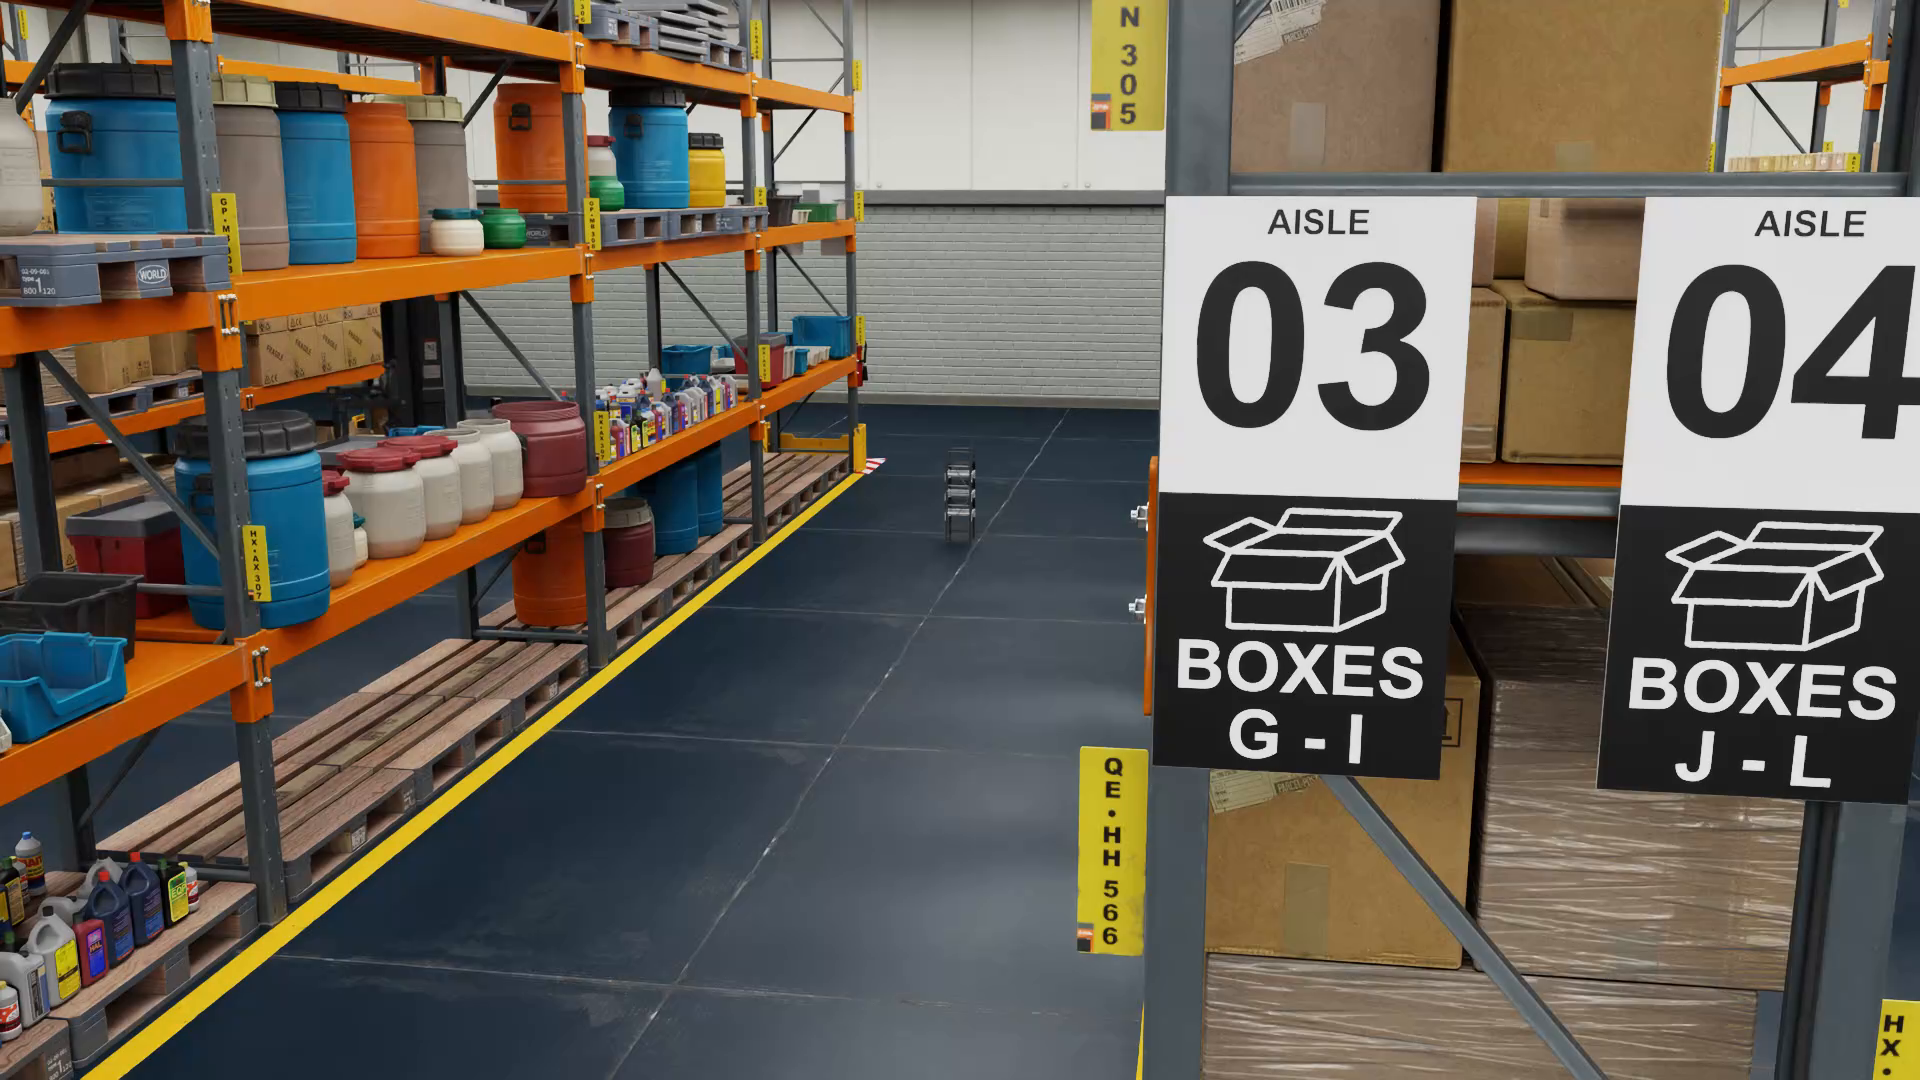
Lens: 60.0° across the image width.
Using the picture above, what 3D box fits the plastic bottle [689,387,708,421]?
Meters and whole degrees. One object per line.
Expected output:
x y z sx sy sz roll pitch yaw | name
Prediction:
-2.152 -1.117 13.606 0.152 0.276 0.135 2 12 9 | plastic bottle

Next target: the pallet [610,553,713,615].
-2.622 0.326 13.235 1.003 0.211 1.213 2 12 9 | pallet

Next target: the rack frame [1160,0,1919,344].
0.772 -1.725 1.894 1.000 3.000 0.127 2 12 9 | rack frame

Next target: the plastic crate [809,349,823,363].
-1.667 -1.948 17.655 0.396 0.136 0.243 2 12 9 | plastic crate

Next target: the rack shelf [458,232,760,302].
-2.584 -2.149 12.690 1.077 0.370 4.000 2 12 9 | rack shelf

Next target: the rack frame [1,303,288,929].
-3.507 0.214 7.135 1.000 3.000 0.127 2 12 9 | rack frame

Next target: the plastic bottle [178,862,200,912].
-3.255 1.453 6.986 0.097 0.201 0.097 0 12 0 | plastic bottle

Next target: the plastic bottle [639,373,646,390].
-2.775 -1.304 14.456 0.061 0.283 0.133 2 12 9 | plastic bottle

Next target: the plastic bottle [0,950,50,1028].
-3.429 1.615 6.056 0.152 0.276 0.135 2 12 10 | plastic bottle

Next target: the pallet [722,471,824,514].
-2.017 -0.497 17.054 1.003 0.211 1.213 2 12 9 | pallet

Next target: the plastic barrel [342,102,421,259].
-3.333 -1.994 9.245 0.600 0.830 0.708 2 12 9 | plastic barrel

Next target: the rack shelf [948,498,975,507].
0.001 -0.321 15.189 0.258 0.077 0.200 2 12 9 | rack shelf

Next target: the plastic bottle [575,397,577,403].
-2.966 -0.961 12.868 0.061 0.283 0.133 2 12 9 | plastic bottle

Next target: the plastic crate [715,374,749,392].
-2.064 -1.444 15.312 0.396 0.136 0.243 2 12 9 | plastic crate

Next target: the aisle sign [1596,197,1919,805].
1.059 -0.041 2.148 0.394 0.787 0.004 2 12 9 | aisle sign

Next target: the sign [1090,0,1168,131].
0.226 -0.714 2.220 0.100 0.325 0.005 2 12 9 | sign

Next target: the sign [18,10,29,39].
-10.917 -6.012 19.381 0.100 0.325 0.005 2 12 9 | sign

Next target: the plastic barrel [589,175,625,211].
-2.502 -2.427 11.643 0.294 0.245 0.294 0 12 0 | plastic barrel

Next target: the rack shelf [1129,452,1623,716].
1.079 -0.323 4.218 1.077 0.370 4.000 2 12 9 | rack shelf

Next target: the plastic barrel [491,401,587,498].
-2.664 -0.578 10.490 0.600 0.536 0.708 2 12 9 | plastic barrel

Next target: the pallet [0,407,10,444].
-7.751 -0.829 12.432 1.213 0.211 1.003 2 12 9 | pallet

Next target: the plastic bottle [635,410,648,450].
-2.334 -0.812 12.172 0.061 0.283 0.133 2 12 9 | plastic bottle

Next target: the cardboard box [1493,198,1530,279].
1.095 -0.538 2.914 0.380 0.149 0.250 2 12 8 | cardboard box

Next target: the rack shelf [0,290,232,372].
-3.815 -0.484 4.963 1.077 0.370 4.000 2 12 9 | rack shelf

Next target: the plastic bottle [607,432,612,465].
-2.461 -0.658 11.489 0.097 0.271 0.097 0 12 0 | plastic bottle

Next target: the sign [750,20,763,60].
-1.733 -4.263 14.168 0.100 0.325 0.005 2 12 9 | sign

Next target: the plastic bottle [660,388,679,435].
-2.264 -0.996 12.866 0.144 0.351 0.185 2 12 9 | plastic bottle

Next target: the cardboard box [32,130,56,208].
-7.523 -3.001 13.465 0.600 0.600 0.600 1 12 6 | cardboard box

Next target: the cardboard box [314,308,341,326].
-6.662 -2.453 16.902 0.500 0.500 0.500 2 12 7 | cardboard box

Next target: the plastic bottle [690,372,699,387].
-2.237 -1.229 13.952 0.144 0.351 0.185 2 12 9 | plastic bottle

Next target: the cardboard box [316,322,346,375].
-6.668 -1.969 17.029 0.500 0.500 0.500 2 12 8 | cardboard box

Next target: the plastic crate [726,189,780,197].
-2.168 -3.410 16.982 0.504 0.338 0.767 2 12 9 | plastic crate

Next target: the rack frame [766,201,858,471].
-1.661 -2.284 18.726 1.000 3.000 0.127 2 12 9 | rack frame

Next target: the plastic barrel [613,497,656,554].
-2.661 -0.065 13.341 0.421 0.512 0.421 0 12 0 | plastic barrel

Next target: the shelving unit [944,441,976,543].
0.001 -0.442 15.163 0.258 0.900 0.210 2 12 9 | shelving unit

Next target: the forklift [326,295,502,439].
-5.364 -1.460 15.069 3.031 2.935 1.130 -6 13 -24 | forklift

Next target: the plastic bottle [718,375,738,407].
-2.018 -1.298 14.446 0.152 0.276 0.135 2 12 9 | plastic bottle

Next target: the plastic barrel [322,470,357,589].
-3.143 -0.044 8.012 0.433 0.535 0.433 0 12 0 | plastic barrel

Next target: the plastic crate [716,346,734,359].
-2.273 -1.854 16.986 0.416 0.233 0.300 2 12 9 | plastic crate

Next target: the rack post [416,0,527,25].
-3.289 -3.229 8.397 1.013 1.000 3.121 2 12 9 | rack post

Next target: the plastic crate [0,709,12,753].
-3.506 0.690 5.556 0.530 0.136 0.437 2 12 9 | plastic crate

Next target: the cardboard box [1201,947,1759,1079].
0.884 0.900 3.012 0.875 0.500 0.500 2 12 9 | cardboard box

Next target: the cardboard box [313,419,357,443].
-6.887 -0.998 17.643 0.797 0.503 0.637 2 12 9 | cardboard box

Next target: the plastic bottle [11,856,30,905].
-4.005 1.441 7.043 0.097 0.201 0.097 0 12 0 | plastic bottle

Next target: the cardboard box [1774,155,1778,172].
7.575 -3.391 14.969 0.380 0.149 0.250 2 12 11 | cardboard box

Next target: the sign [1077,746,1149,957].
0.226 0.465 2.474 0.100 0.325 0.005 2 12 9 | sign

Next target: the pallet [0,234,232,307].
-3.521 -1.006 6.127 1.213 0.211 1.003 2 12 9 | pallet

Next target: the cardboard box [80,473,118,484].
-7.641 -0.297 14.398 0.500 0.500 0.500 2 12 9 | cardboard box

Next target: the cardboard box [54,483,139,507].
-7.201 -0.180 13.856 0.500 0.500 0.500 1 12 7 | cardboard box

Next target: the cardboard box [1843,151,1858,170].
7.280 -3.015 13.223 0.380 0.149 0.250 1 12 6 | cardboard box
